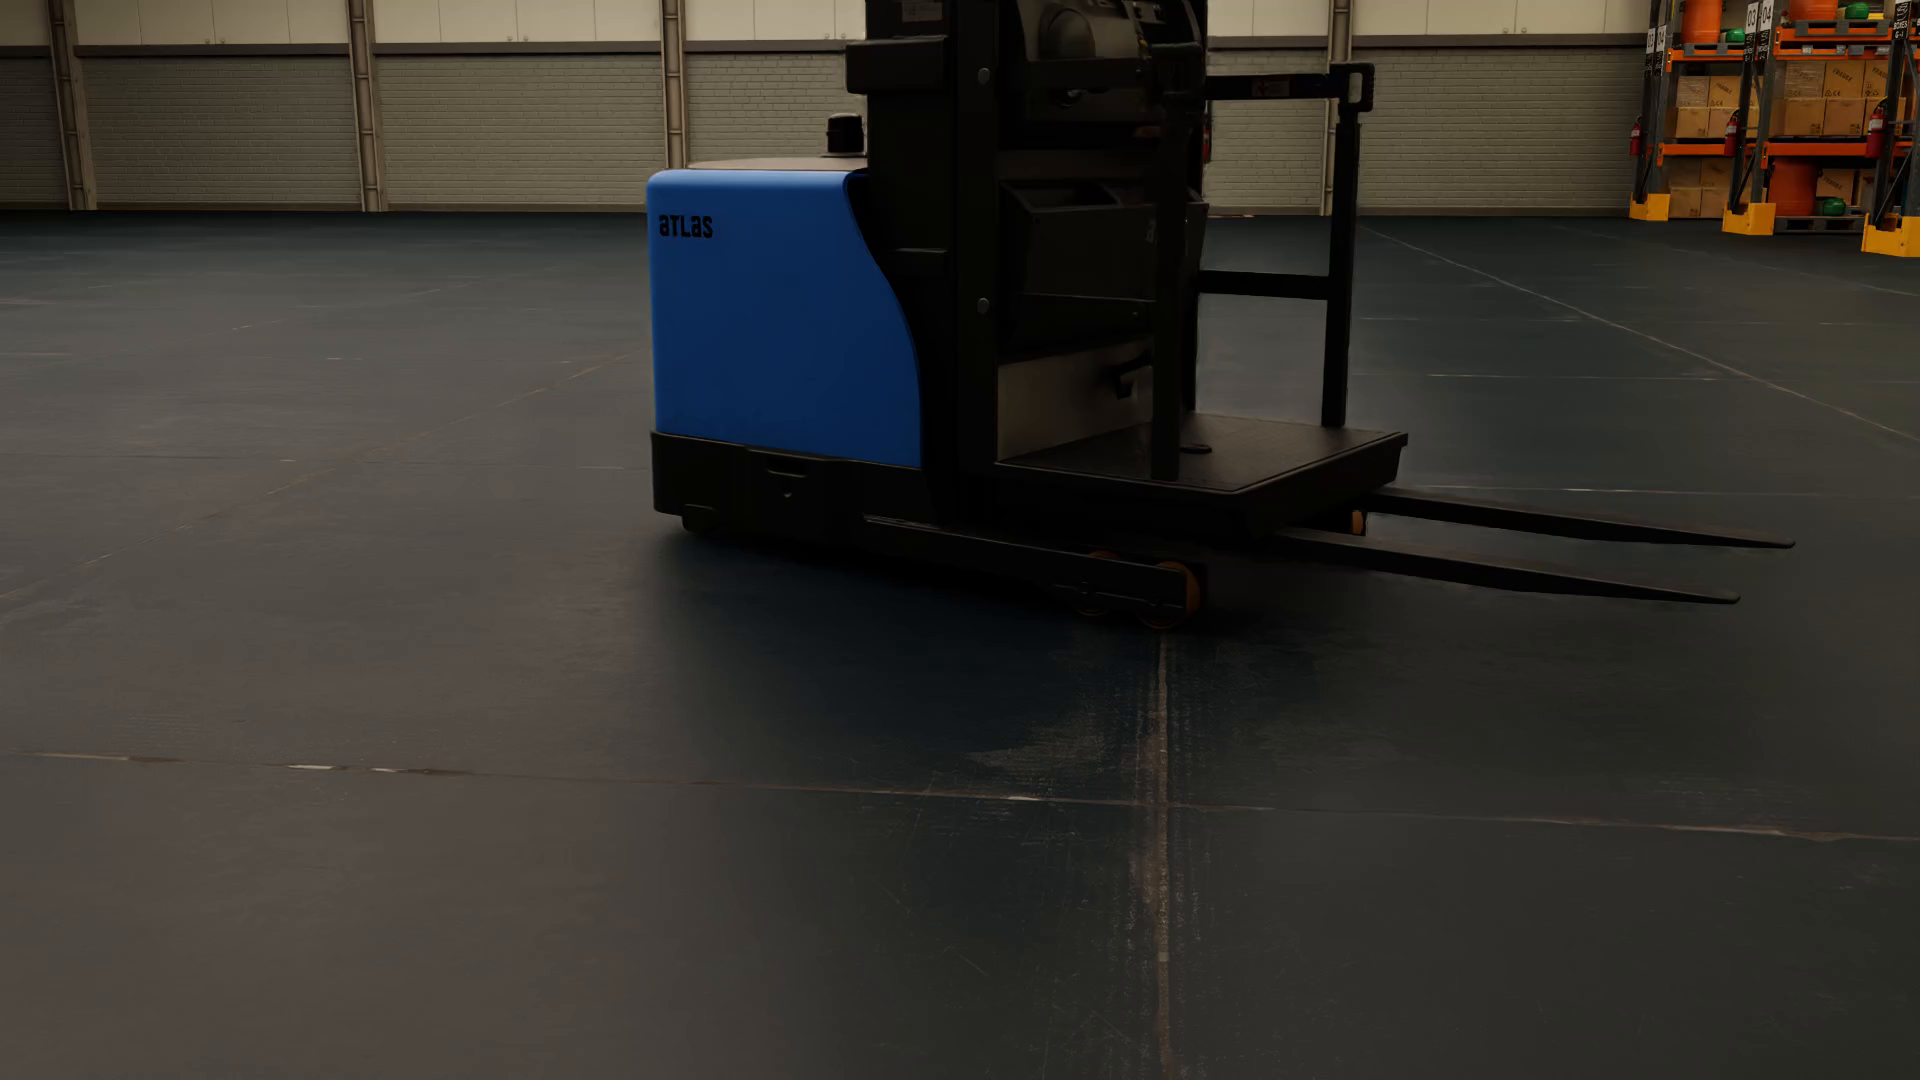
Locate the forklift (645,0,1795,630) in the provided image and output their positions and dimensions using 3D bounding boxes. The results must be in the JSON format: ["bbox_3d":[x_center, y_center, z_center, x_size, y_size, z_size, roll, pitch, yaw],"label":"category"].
[{"bbox_3d":[0.563,-1.346,4.268,3.031,2.935,1.130,9,16,35],"label":"forklift"}]
